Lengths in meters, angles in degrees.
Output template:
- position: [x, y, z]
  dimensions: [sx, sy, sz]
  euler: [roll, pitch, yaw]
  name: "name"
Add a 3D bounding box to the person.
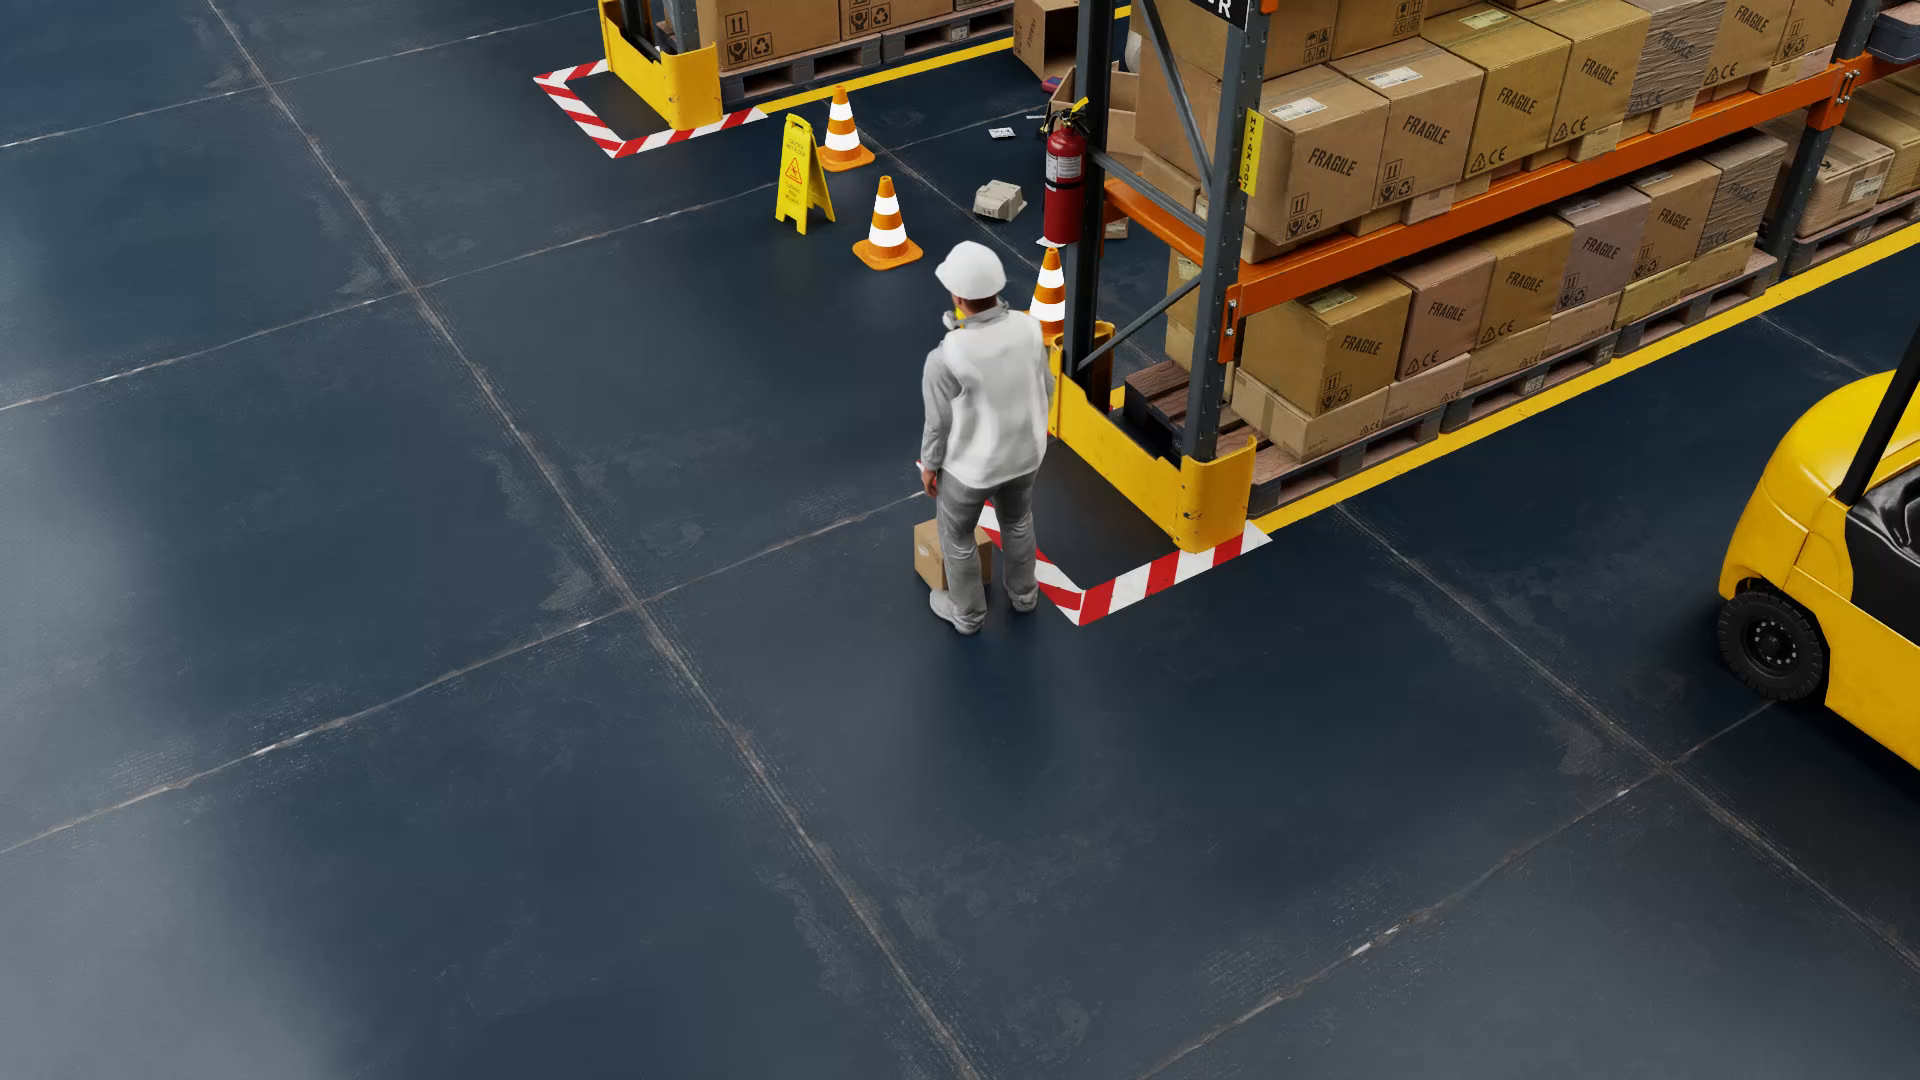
- position: [0.098, -0.365, 6.565]
  dimensions: [0.579, 1.769, 0.466]
  euler: [-20, 45, -22]
  name: "person"
